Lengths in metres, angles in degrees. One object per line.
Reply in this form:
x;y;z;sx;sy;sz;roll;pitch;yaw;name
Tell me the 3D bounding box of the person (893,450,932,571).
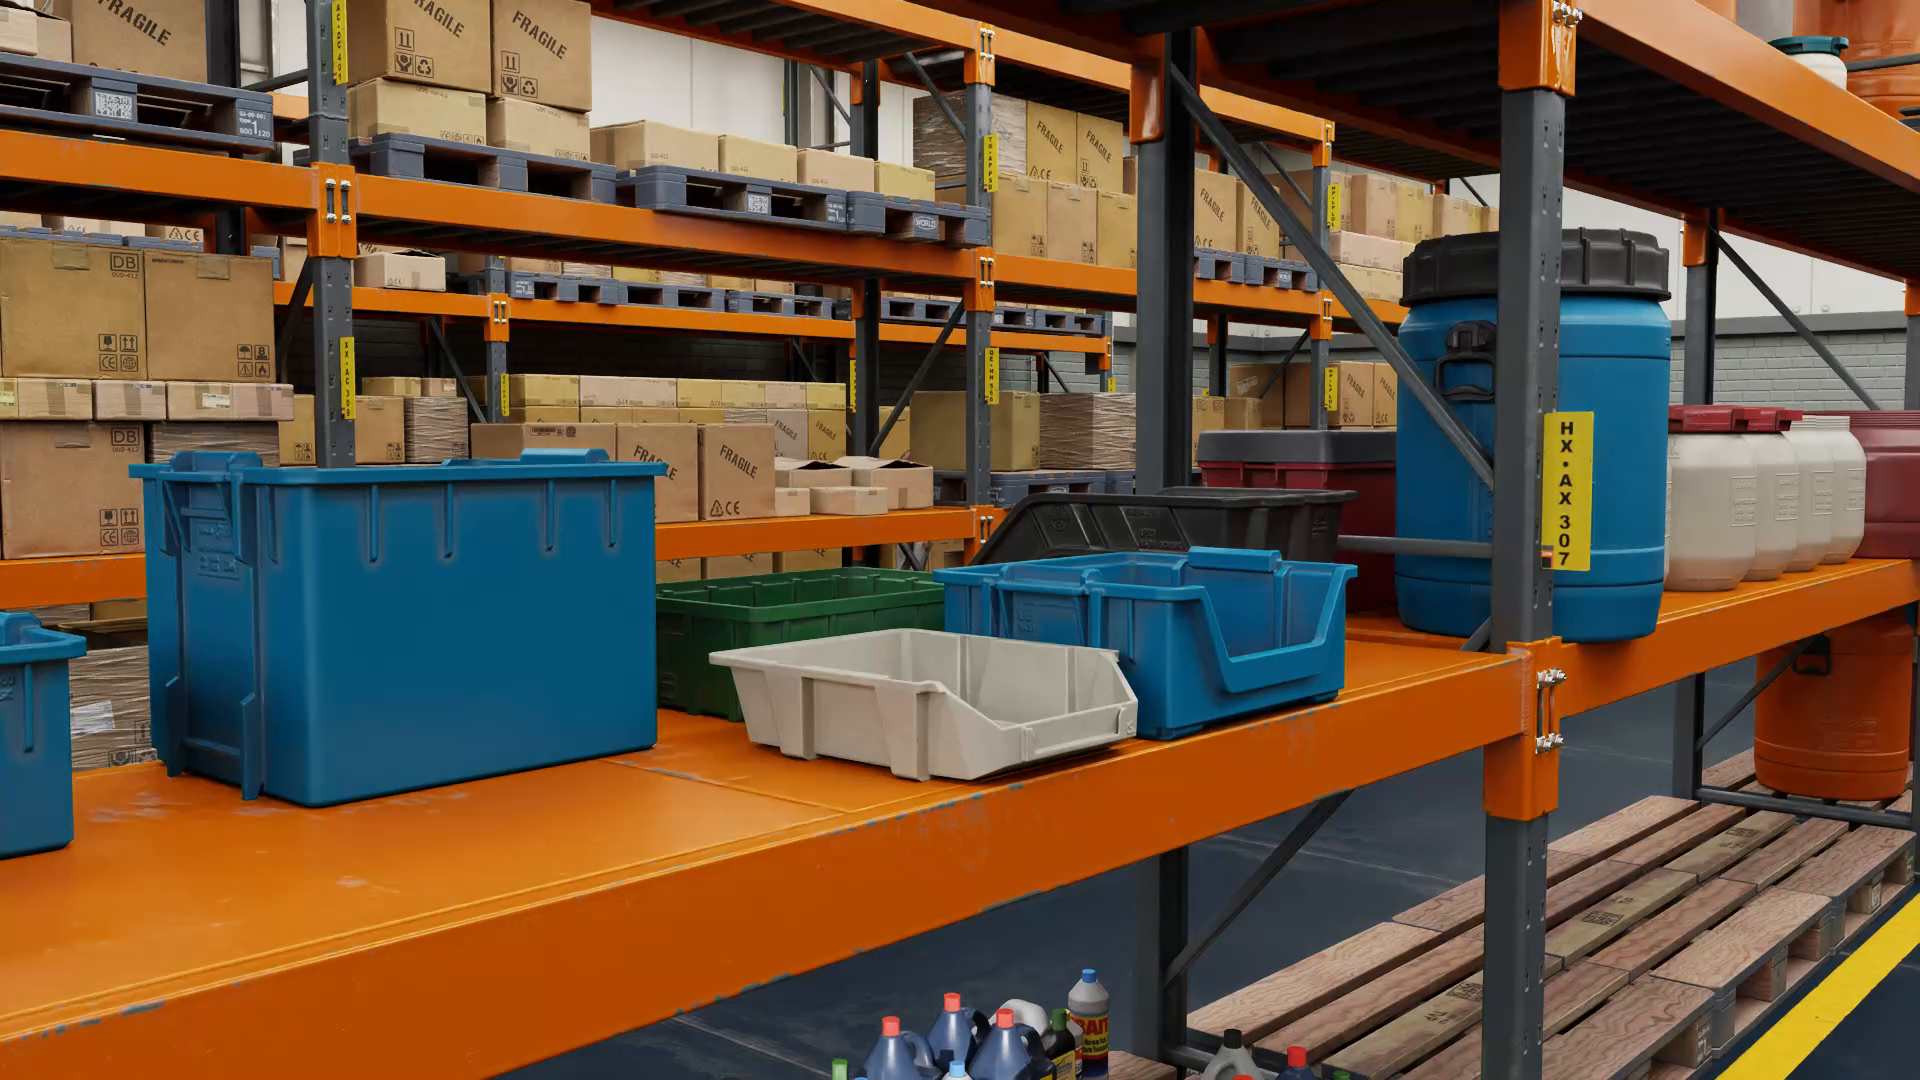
-0.429;-0.023;15.097;0.465;1.590;0.375;3;5;39;person
